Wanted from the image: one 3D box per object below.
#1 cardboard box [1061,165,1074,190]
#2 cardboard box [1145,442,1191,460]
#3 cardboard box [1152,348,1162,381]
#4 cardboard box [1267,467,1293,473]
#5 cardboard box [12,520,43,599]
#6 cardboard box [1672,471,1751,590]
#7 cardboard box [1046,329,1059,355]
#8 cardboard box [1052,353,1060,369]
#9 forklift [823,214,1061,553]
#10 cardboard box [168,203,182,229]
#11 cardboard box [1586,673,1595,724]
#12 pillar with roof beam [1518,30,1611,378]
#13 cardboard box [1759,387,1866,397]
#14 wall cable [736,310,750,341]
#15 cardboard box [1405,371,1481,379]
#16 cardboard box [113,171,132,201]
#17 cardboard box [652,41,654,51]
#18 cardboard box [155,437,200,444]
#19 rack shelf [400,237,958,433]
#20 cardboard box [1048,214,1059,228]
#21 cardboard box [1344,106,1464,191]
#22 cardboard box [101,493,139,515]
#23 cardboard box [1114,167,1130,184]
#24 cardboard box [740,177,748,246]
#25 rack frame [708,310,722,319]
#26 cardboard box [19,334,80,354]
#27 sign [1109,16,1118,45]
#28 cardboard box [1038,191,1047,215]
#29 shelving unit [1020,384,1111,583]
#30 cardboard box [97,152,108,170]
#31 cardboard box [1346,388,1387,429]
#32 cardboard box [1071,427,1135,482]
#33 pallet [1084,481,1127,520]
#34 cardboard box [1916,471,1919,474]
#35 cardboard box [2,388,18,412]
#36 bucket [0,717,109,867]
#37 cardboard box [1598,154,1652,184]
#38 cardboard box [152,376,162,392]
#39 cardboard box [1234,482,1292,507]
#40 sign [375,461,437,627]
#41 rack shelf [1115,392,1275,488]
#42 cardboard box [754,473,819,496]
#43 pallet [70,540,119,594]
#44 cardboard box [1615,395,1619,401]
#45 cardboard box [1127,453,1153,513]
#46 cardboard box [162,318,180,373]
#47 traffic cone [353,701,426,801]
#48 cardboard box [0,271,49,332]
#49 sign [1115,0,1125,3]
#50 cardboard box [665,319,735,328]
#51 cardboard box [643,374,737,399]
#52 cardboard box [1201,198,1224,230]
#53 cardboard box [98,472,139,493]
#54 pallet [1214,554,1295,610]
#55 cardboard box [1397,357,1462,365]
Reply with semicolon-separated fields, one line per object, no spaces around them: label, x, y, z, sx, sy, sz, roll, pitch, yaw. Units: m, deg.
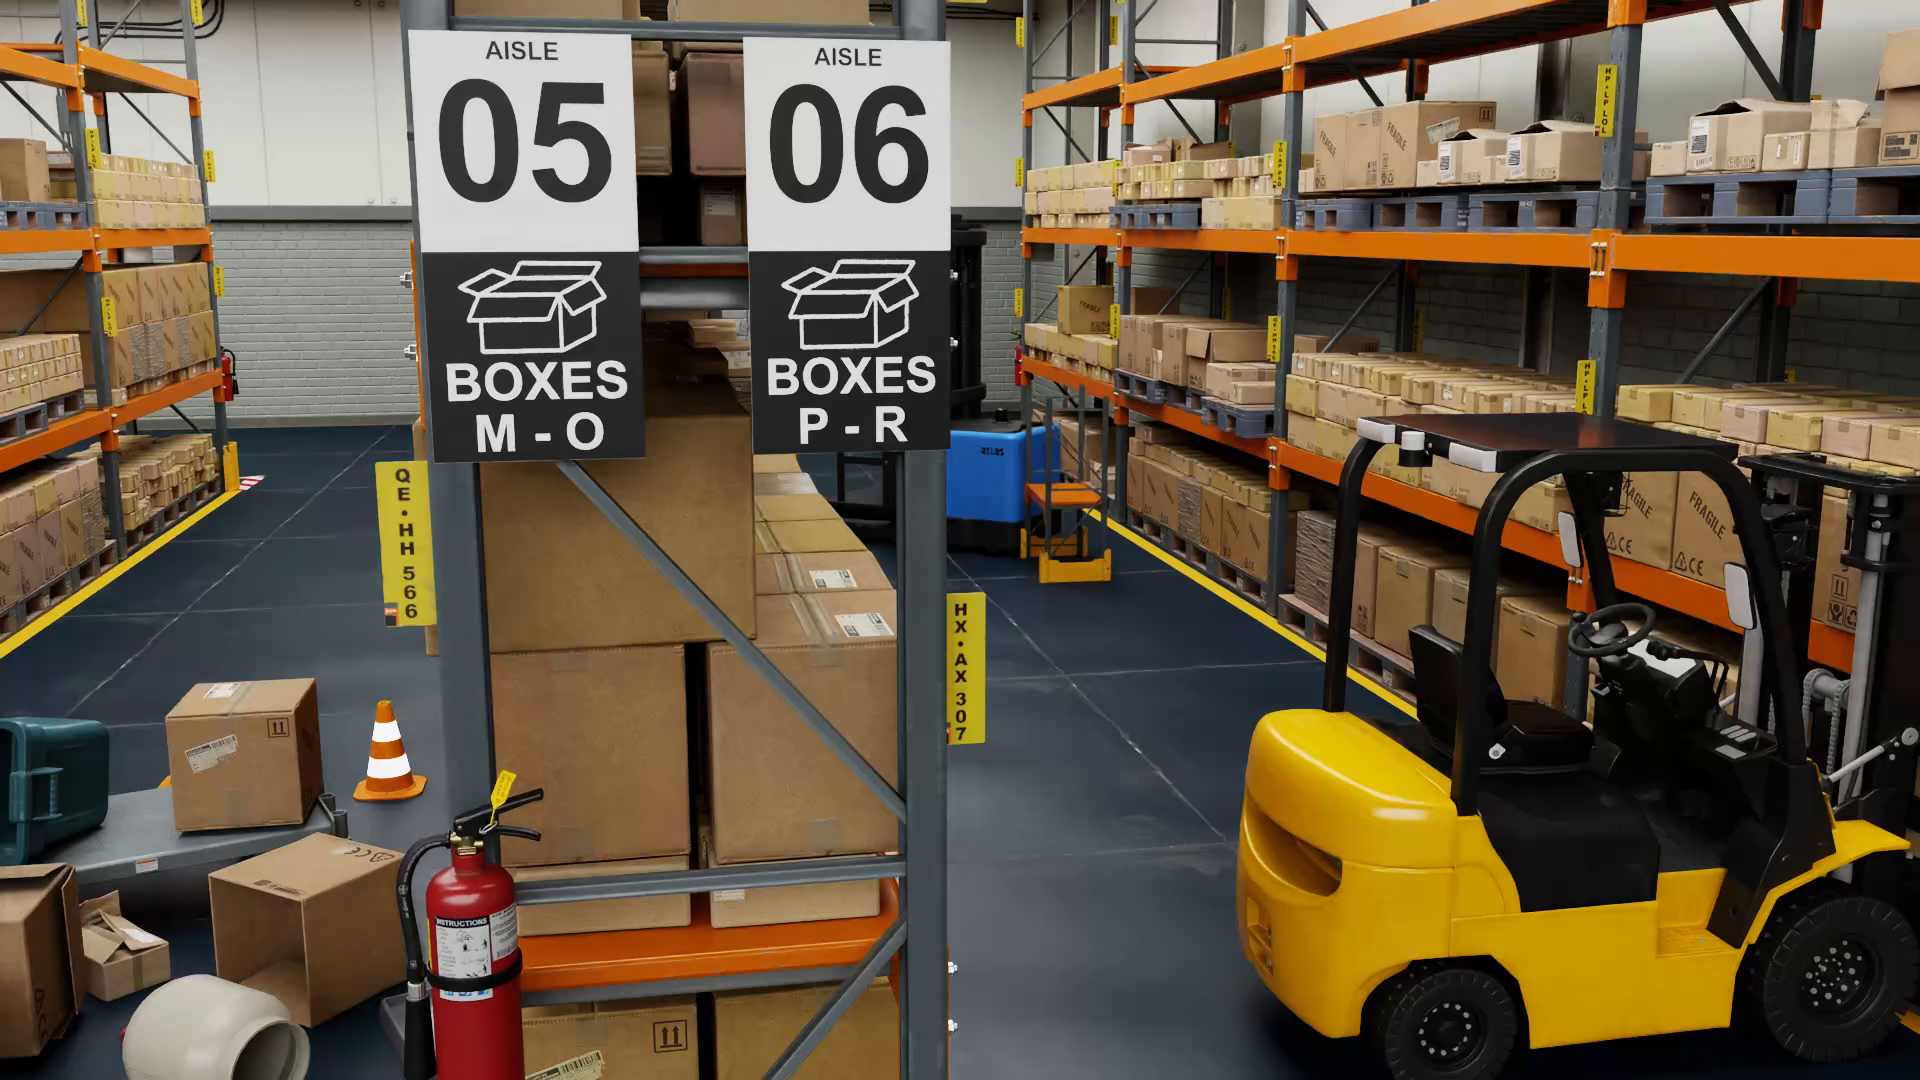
cardboard box;1.368;-3.822;17.554;0.500;0.250;0.500;-2;11;-9
cardboard box;1.944;-0.840;15.466;0.380;0.149;0.250;-2;11;-13
cardboard box;1.900;-1.537;14.542;0.396;0.266;0.258;-2;11;-8
cardboard box;2.776;-0.528;13.829;0.380;0.149;0.250;-2;11;-12
cardboard box;-7.013;0.144;12.033;0.500;0.500;0.500;-2;11;-12
cardboard box;3.509;-0.062;7.286;0.500;0.500;0.500;-2;11;-10
cardboard box;1.252;-2.194;18.359;0.500;0.250;0.500;-2;11;-12
cardboard box;1.224;-1.968;18.238;0.380;0.149;0.250;-2;11;-13
forklift;-0.621;-1.498;15.279;3.031;2.935;1.130;6;12;27
cardboard box;-7.939;-3.161;16.215;0.500;0.250;0.500;-2;11;-9
cardboard box;3.353;0.800;7.918;0.500;0.250;0.500;-2;11;-11
pillar with roof beam;-0.301;-3.517;9.659;9.100;9.000;0.400;-2;11;-11
cardboard box;3.928;-0.618;7.674;0.380;0.149;0.250;-2;11;-13
wall cable;-3.371;-3.805;24.499;0.588;1.984;0.122;-2;11;-11
cardboard box;2.964;-0.950;10.219;0.380;0.149;0.250;-2;11;-11
cardboard box;-7.649;-3.120;14.663;0.500;0.250;0.500;-2;11;-11
cardboard box;-1.003;-1.265;4.393;0.380;0.149;0.250;-2;11;-11
cardboard box;-8.132;-0.982;17.297;0.380;0.149;0.250;-2;11;-10
rack shelf;-0.917;-0.771;5.179;1.077;0.370;4.000;-2;11;-11
cardboard box;1.177;-3.491;18.218;0.380;0.149;0.250;-2;11;-11
cardboard box;2.882;-2.480;10.576;0.700;0.500;0.500;-2;11;-12
cardboard box;-7.455;-0.316;14.595;0.380;0.149;0.250;-2;11;-8
cardboard box;1.634;-3.347;15.275;0.380;0.149;0.250;-2;11;-9
cardboard box;-0.275;-0.707;3.590;0.380;0.149;0.250;-2;11;-11
rack frame;-2.084;-0.751;11.174;1.000;3.000;0.127;-2;11;-11
cardboard box;-7.429;-1.595;13.565;0.380;0.149;0.250;-2;11;-8
sign;1.776;-5.900;19.258;0.100;0.325;0.005;-2;11;-11
cardboard box;1.165;-3.762;18.575;0.500;0.250;0.500;-2;11;-10
shelving unit;0.875;-0.498;13.857;0.587;1.500;1.083;-1;11;-7
cardboard box;-7.538;-3.241;14.230;0.380;0.149;0.250;-3;11;-13
cardboard box;2.811;-0.825;10.629;0.500;0.250;0.500;-2;11;-12
cardboard box;1.584;-0.914;17.590;0.700;0.500;0.500;-3;11;-13
pallet;1.873;-0.422;16.903;1.003;0.211;1.213;-2;11;-11
cardboard box;3.764;-0.170;6.117;0.380;0.149;0.250;-2;11;-11
cardboard box;-7.118;-1.016;12.113;0.380;0.149;0.250;-2;11;-13
bucket;-3.854;0.984;6.750;0.726;0.611;0.620;2;1;9
cardboard box;3.589;-1.967;8.821;0.380;0.149;0.250;-2;11;-11
cardboard box;-7.736;-1.466;15.604;0.380;0.149;0.250;-2;11;-8
cardboard box;2.356;-0.360;12.945;0.380;0.149;0.250;-3;11;-14
sign;-1.077;0.009;3.241;0.100;0.325;0.005;-2;11;-11
rack shelf;2.395;-0.946;14.121;1.077;0.370;4.000;-2;11;-11
cardboard box;-0.764;0.049;5.908;0.500;0.500;0.500;-2;11;-9
pallet;-7.545;0.226;13.496;1.003;0.211;1.213;-2;11;-11
cardboard box;3.703;-0.690;8.850;0.380;0.149;0.250;-2;11;-13
cardboard box;1.879;-0.547;15.666;0.500;0.500;0.500;-2;11;-9
cardboard box;-7.846;-1.863;15.952;0.500;0.500;0.500;-2;11;-8
traffic cone;-2.921;1.052;8.484;0.336;0.463;0.334;-2;11;-11
cardboard box;-8.055;-2.049;14.256;0.500;0.500;0.500;-3;11;-13
sign;1.470;-5.094;15.239;0.100;0.325;0.005;-2;11;-11
cardboard box;-1.490;-1.182;9.515;0.380;0.149;0.250;-3;11;-14
cardboard box;-0.933;-0.149;4.274;0.700;0.500;0.500;-2;11;-10
cardboard box;2.250;-2.601;13.274;0.500;0.250;0.500;-2;11;-11
cardboard box;-7.557;-0.508;14.805;0.380;0.149;0.250;-2;11;-8
pallet;2.676;0.299;13.114;1.003;0.211;1.213;-2;11;-11
cardboard box;3.197;-1.154;11.289;0.380;0.149;0.250;-2;11;-11
